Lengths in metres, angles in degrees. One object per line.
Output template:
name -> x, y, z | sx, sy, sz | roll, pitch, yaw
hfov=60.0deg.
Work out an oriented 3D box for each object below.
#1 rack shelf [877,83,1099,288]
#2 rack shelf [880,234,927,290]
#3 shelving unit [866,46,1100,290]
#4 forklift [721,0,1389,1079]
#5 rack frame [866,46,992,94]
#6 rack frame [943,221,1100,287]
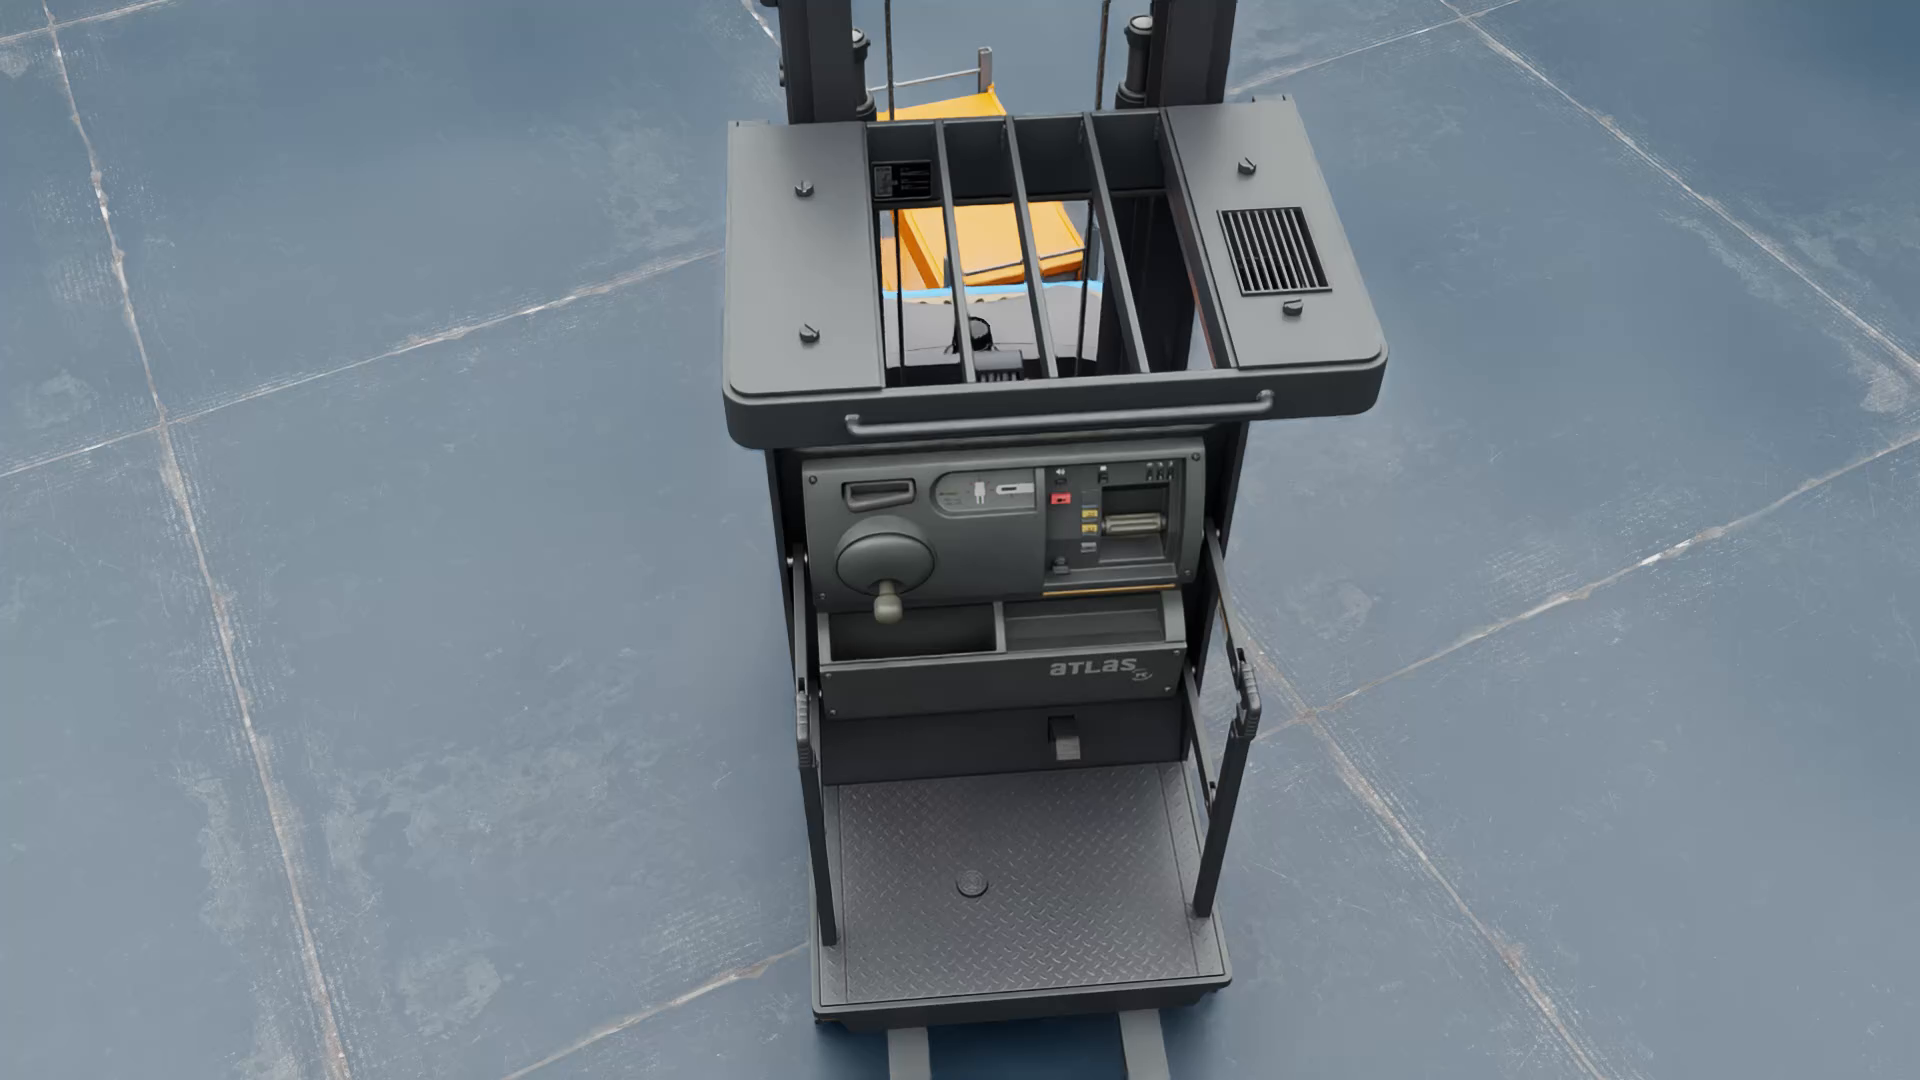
rack shelf -> 0.030, -1.096, 5.572 | 0.538, 0.278, 1.000 | -14, 50, -12
rack shelf -> 0.030, -0.742, 5.977 | 0.538, 0.278, 1.000 | -14, 50, -12
shelving unit -> 0.030, -0.903, 5.793 | 0.538, 1.125, 1.048 | -14, 50, -12
forklift -> 0.126, 0.082, 3.731 | 1.130, 2.935, 3.031 | -4, 49, -3
rack frame -> -0.130, -1.266, 6.110 | 0.500, 1.125, 0.032 | -14, 50, -12
rack frame -> 0.190, -0.540, 5.475 | 0.500, 1.125, 0.032 | -14, 50, -12
